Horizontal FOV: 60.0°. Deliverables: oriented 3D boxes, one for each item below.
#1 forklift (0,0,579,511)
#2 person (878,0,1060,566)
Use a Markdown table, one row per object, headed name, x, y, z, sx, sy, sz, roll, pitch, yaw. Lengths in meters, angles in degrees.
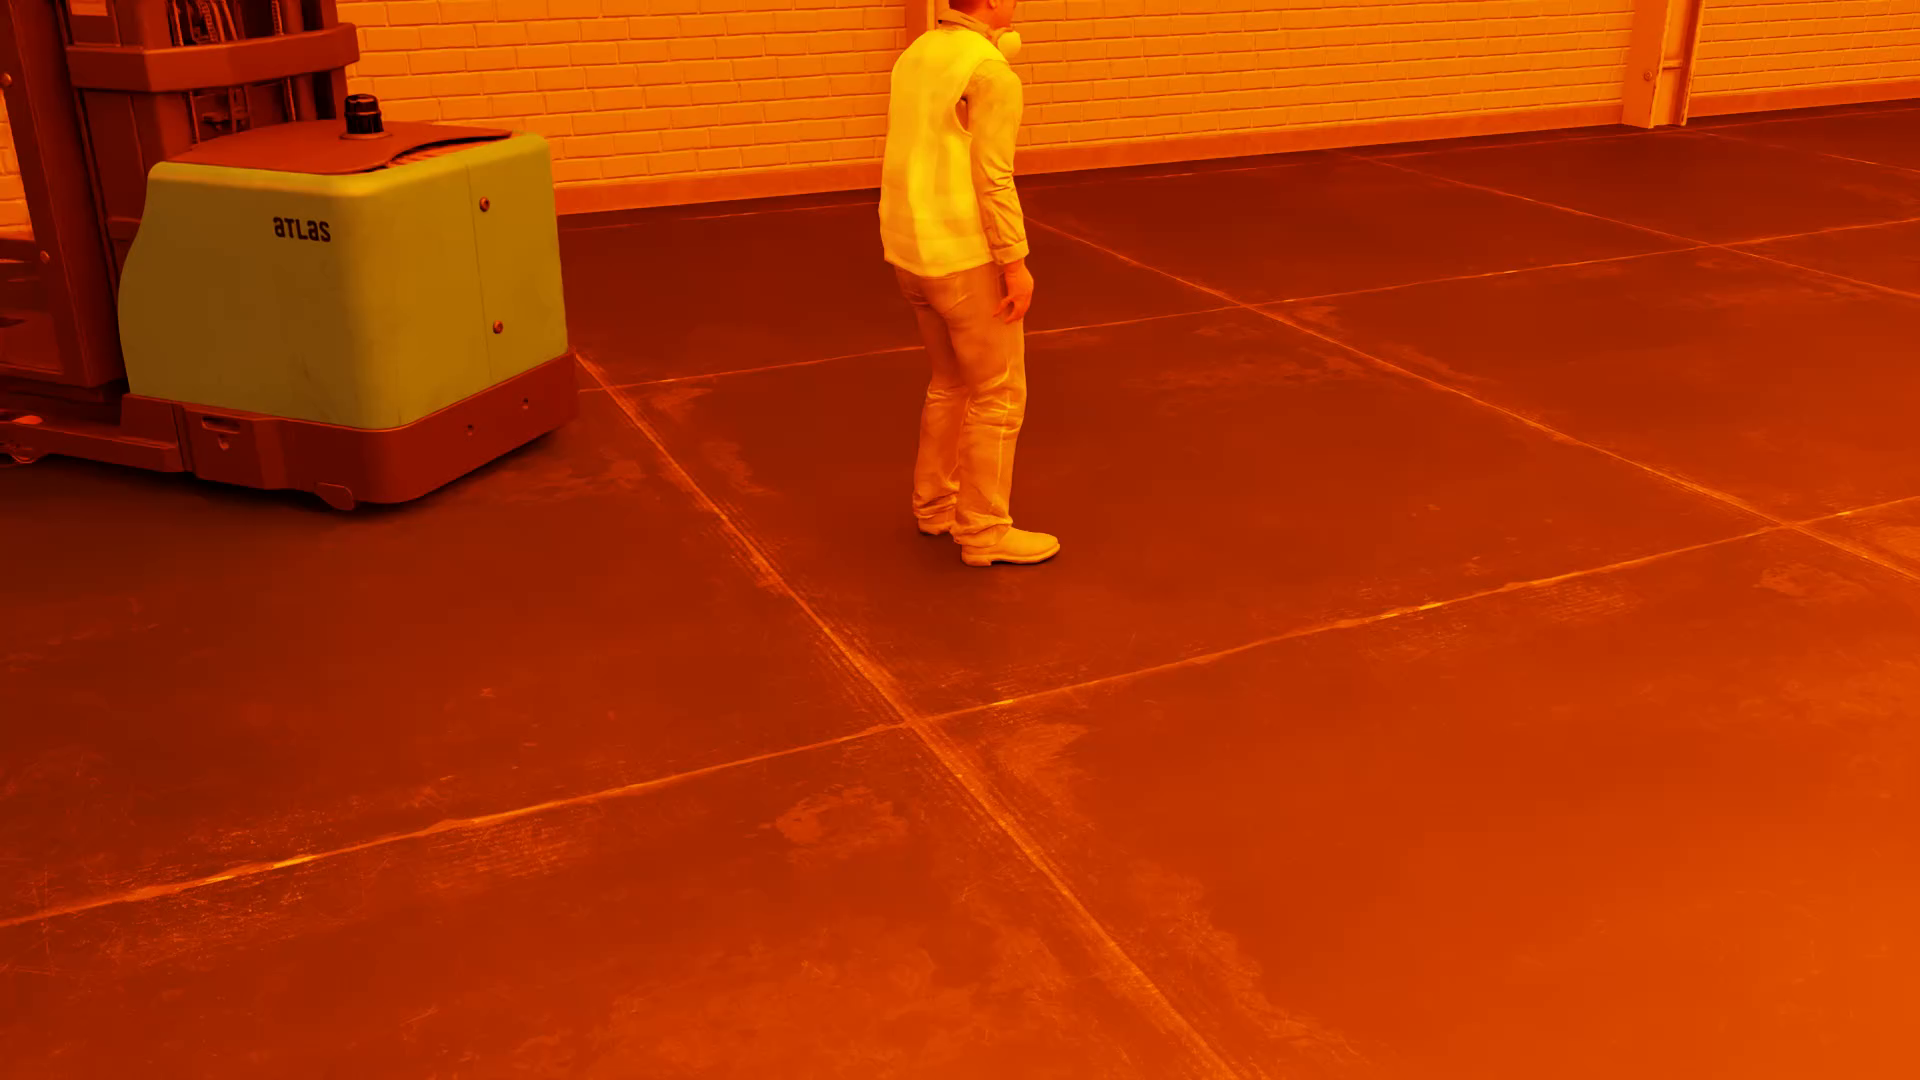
| name | x | y | z | sx | sy | sz | roll | pitch | yaw |
| --- | --- | --- | --- | --- | --- | --- | --- | --- | --- |
| forklift | -2.945 | -1.792 | 5.599 | 3.031 | 2.935 | 1.130 | 9 | 24 | 20 |
| person | 0.015 | -0.827 | 4.791 | 0.463 | 1.770 | 0.589 | -12 | 25 | -26 |
